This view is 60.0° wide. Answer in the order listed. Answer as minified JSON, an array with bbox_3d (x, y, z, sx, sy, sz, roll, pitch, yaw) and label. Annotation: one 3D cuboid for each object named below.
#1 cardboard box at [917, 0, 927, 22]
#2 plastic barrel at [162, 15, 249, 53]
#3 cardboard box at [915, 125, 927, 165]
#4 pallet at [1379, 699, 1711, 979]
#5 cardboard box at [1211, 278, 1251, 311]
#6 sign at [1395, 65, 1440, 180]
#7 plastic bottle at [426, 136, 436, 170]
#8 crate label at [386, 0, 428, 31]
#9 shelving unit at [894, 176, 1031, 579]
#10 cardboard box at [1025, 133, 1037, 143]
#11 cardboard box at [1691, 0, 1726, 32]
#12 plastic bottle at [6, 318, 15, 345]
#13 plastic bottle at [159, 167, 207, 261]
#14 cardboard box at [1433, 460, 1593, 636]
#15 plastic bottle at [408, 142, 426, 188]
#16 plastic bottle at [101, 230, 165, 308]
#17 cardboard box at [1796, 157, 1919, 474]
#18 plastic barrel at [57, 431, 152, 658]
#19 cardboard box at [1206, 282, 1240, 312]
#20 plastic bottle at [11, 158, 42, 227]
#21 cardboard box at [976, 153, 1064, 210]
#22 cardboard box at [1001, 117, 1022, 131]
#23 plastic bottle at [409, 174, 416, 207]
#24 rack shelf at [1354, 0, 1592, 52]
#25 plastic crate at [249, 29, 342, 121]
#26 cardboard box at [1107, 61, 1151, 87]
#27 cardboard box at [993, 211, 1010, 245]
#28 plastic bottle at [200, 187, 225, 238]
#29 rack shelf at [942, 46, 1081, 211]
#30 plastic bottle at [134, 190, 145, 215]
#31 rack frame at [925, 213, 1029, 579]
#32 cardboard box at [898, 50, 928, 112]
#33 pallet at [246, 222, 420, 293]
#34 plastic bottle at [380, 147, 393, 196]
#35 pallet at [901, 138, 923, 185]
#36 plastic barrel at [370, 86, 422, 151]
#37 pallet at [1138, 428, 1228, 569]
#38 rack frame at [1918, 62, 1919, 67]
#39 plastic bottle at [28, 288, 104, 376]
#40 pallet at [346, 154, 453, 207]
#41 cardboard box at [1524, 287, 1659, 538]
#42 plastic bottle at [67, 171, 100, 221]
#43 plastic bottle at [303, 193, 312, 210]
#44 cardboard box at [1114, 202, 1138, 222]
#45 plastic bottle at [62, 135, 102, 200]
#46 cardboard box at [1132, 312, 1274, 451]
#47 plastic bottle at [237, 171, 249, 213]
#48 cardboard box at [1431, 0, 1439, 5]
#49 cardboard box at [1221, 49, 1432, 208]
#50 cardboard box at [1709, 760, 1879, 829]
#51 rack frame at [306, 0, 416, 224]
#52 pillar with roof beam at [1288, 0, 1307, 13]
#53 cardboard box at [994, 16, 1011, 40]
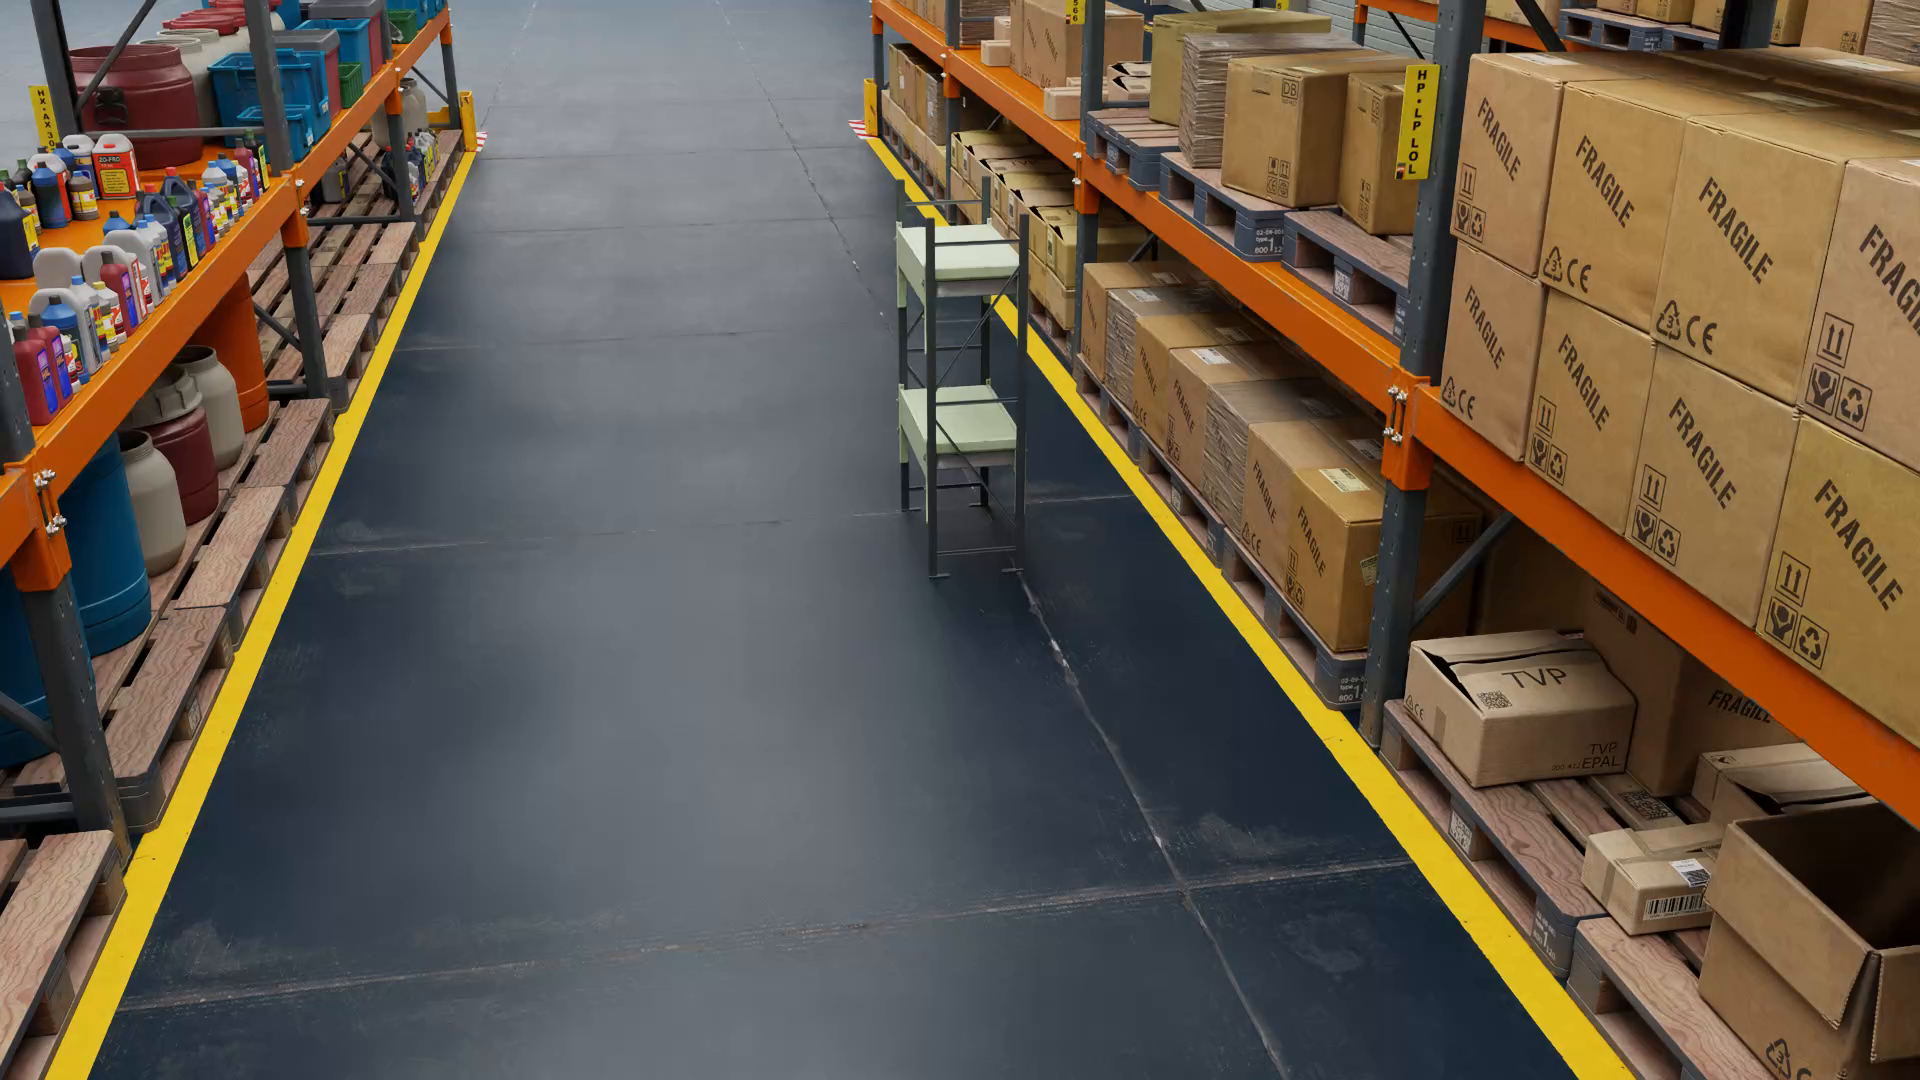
[{"bbox_3d":[0.016,-4.695,14.128,0.700,0.500,0.500,-4,24,-8],"label":"cardboard box"},{"bbox_3d":[-4.298,-2.715,9.550,0.433,0.535,0.433,0,24,0],"label":"plastic barrel"},{"bbox_3d":[-0.097,-3.361,14.109,0.500,0.250,0.500,-4,24,-10],"label":"cardboard box"},{"bbox_3d":[1.999,0.825,5.097,1.003,0.211,1.213,-4,24,-10],"label":"pallet"},{"bbox_3d":[1.551,-1.324,8.169,0.500,0.250,0.500,-3,24,-8],"label":"cardboard box"},{"bbox_3d":[1.328,-1.211,4.828,0.100,0.325,0.005,-4,24,-10],"label":"sign"},{"bbox_3d":[-4.399,-3.186,13.649,0.152,0.276,0.135,-5,24,-11],"label":"plastic bottle"},{"bbox_3d":[-4.609,-4.390,13.510,0.502,0.435,0.616,-4,24,-10],"label":"crate label"},{"bbox_3d":[-0.001,-0.690,6.956,0.431,1.500,0.755,-4,24,-10],"label":"shelving unit"},{"bbox_3d":[0.750,-2.921,12.400,0.500,0.311,0.500,-4,24,-10],"label":"cardboard box"},{"bbox_3d":[5.570,-3.805,11.541,0.700,0.500,0.500,-1,24,-2],"label":"cardboard box"},{"bbox_3d":[-2.750,-0.513,4.740,0.144,0.351,0.185,-4,24,-10],"label":"plastic bottle"},{"bbox_3d":[-3.042,-1.266,6.462,0.144,0.351,0.185,-4,24,-10],"label":"plastic bottle"},{"bbox_3d":[2.023,0.013,6.047,0.500,0.500,0.500,-5,24,-12],"label":"cardboard box"},{"bbox_3d":[-4.252,-2.915,12.936,0.144,0.351,0.185,-5,24,-12],"label":"plastic bottle"},{"bbox_3d":[-2.921,-0.967,5.870,0.152,0.276,0.135,-4,24,-10],"label":"plastic bottle"},{"bbox_3d":[1.970,-0.413,3.073,0.500,0.500,0.500,-4,24,-8],"label":"cardboard box"},{"bbox_3d":[-3.211,-0.082,5.788,0.600,0.901,0.708,-4,24,-10],"label":"plastic barrel"},{"bbox_3d":[1.537,-1.002,8.370,0.500,0.500,0.500,-3,24,-8],"label":"cardboard box"},{"bbox_3d":[-3.908,-1.445,6.958,0.061,0.283,0.133,-4,24,-10],"label":"plastic bottle"},{"bbox_3d":[0.409,-2.477,11.384,0.500,0.311,0.500,-5,24,-11],"label":"cardboard box"},{"bbox_3d":[0.615,-3.351,13.149,0.500,0.500,0.500,-4,24,-10],"label":"cardboard box"},{"bbox_3d":[-4.103,-2.614,12.346,0.097,0.271,0.097,0,24,0],"label":"plastic bottle"},{"bbox_3d":[4.891,-4.695,15.150,1.077,0.370,4.000,-4,24,-10],"label":"rack shelf"},{"bbox_3d":[-3.734,-2.619,9.418,0.402,0.464,0.583,-4,24,-10],"label":"plastic crate"},{"bbox_3d":[1.158,-2.622,9.616,0.500,0.311,0.500,-5,24,-10],"label":"cardboard box"},{"bbox_3d":[0.509,-2.020,11.038,0.500,0.250,0.500,-4,24,-9],"label":"cardboard box"},{"bbox_3d":[-3.087,-1.345,6.831,0.097,0.201,0.097,0,24,0],"label":"plastic bottle"},{"bbox_3d":[0.763,-2.753,10.705,1.077,0.370,4.000,-4,24,-10],"label":"rack shelf"},{"bbox_3d":[-3.138,-1.217,6.435,0.061,0.283,0.133,-4,24,-10],"label":"plastic bottle"},{"bbox_3d":[0.066,-0.546,6.626,0.400,1.500,0.023,-4,24,-10],"label":"rack frame"},{"bbox_3d":[-0.266,-4.099,14.862,0.500,0.500,0.500,-4,24,-10],"label":"cardboard box"},{"bbox_3d":[-4.292,-1.921,11.384,1.003,0.211,1.213,-4,24,-10],"label":"pallet"},{"bbox_3d":[-4.358,-2.830,12.741,0.144,0.351,0.185,-4,24,-10],"label":"plastic bottle"},{"bbox_3d":[0.058,-3.389,14.745,1.003,0.211,1.213,-4,24,-10],"label":"pallet"},{"bbox_3d":[-4.925,-3.680,14.511,0.421,0.512,0.421,0,24,0],"label":"plastic barrel"},{"bbox_3d":[1.456,-0.243,7.543,1.003,0.211,1.213,-4,24,-10],"label":"pallet"},{"bbox_3d":[6.001,-2.664,9.603,1.000,3.000,0.127,-4,24,-10],"label":"rack frame"},{"bbox_3d":[-2.775,-0.655,5.157,0.152,0.276,0.135,-4,24,-10],"label":"plastic bottle"},{"bbox_3d":[-4.787,-2.975,13.797,1.003,0.211,1.213,-4,24,-10],"label":"pallet"},{"bbox_3d":[1.797,-0.347,4.172,0.500,0.500,0.500,-4,24,-9],"label":"cardboard box"},{"bbox_3d":[-3.769,-1.481,7.140,0.097,0.201,0.097,0,24,0],"label":"plastic bottle"},{"bbox_3d":[-4.849,-2.543,12.272,0.097,0.201,0.097,0,24,0],"label":"plastic bottle"},{"bbox_3d":[1.219,-1.919,10.107,0.500,0.311,0.500,-5,24,-11],"label":"cardboard box"},{"bbox_3d":[-3.973,-1.680,7.504,0.152,0.276,0.135,-4,24,-10],"label":"plastic bottle"},{"bbox_3d":[1.126,-0.749,7.791,0.500,0.500,0.500,-5,24,-10],"label":"cardboard box"},{"bbox_3d":[-3.178,-1.537,7.269,0.097,0.201,0.097,0,24,0],"label":"plastic bottle"},{"bbox_3d":[4.589,-4.933,14.960,0.500,0.250,0.500,-4,24,-9],"label":"cardboard box"},{"bbox_3d":[1.485,-1.651,6.634,0.700,0.500,0.500,-11,26,-23],"label":"cardboard box"},{"bbox_3d":[2.395,0.806,4.467,0.500,0.311,0.500,-4,24,-10],"label":"cardboard box"},{"bbox_3d":[-4.475,-3.504,11.526,1.000,3.000,0.127,-4,24,-10],"label":"rack frame"},{"bbox_3d":[0.161,-10.390,19.797,9.100,9.000,0.400,-4,24,-10],"label":"pillar with roof beam"},{"bbox_3d":[0.527,-3.610,11.956,0.500,0.250,0.500,-3,24,-6],"label":"cardboard box"}]
